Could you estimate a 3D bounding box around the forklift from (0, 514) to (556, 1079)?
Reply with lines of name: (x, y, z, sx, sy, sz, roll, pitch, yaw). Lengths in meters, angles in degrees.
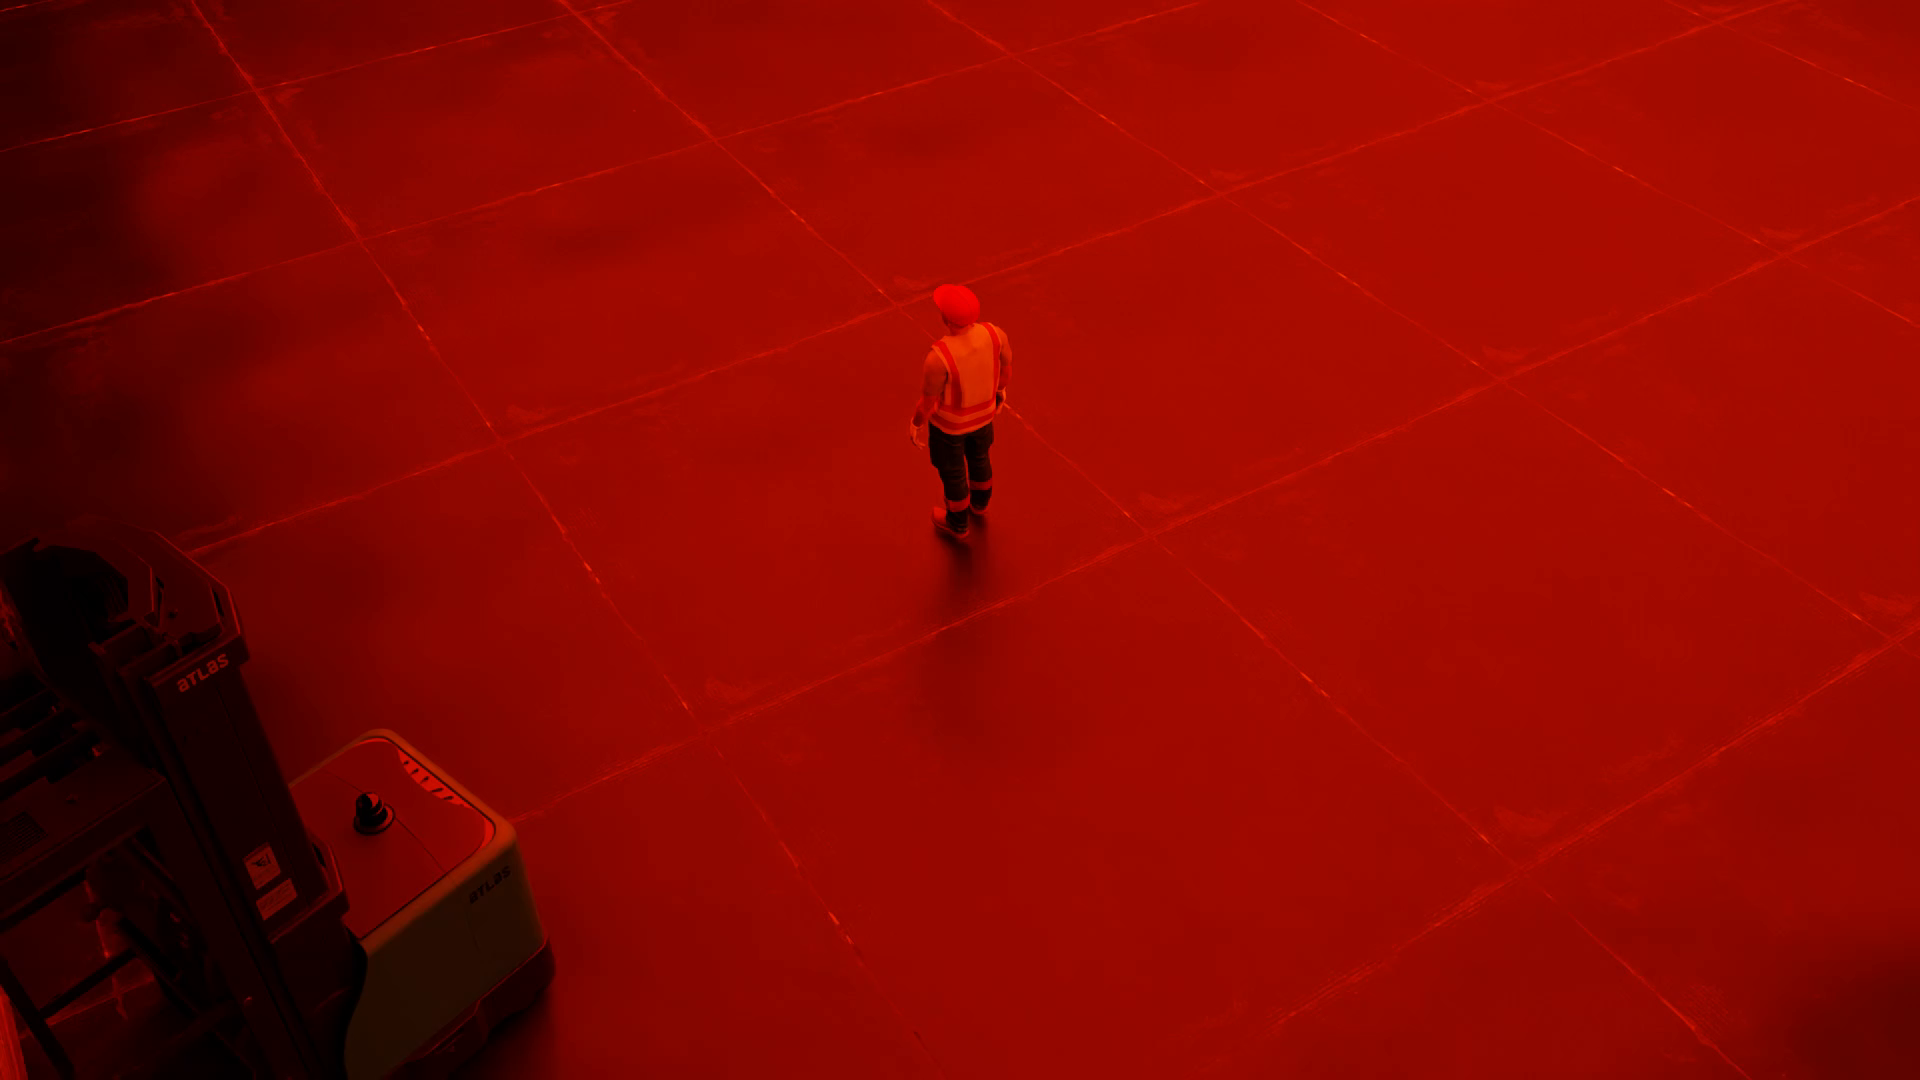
forklift: (-3.204, 1.478, 6.179, 1.130, 2.935, 3.031, 29, 49, 29)

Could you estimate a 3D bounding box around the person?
person: (-0.033, -0.758, 9.534, 0.637, 1.789, 0.561, -23, 46, -24)
